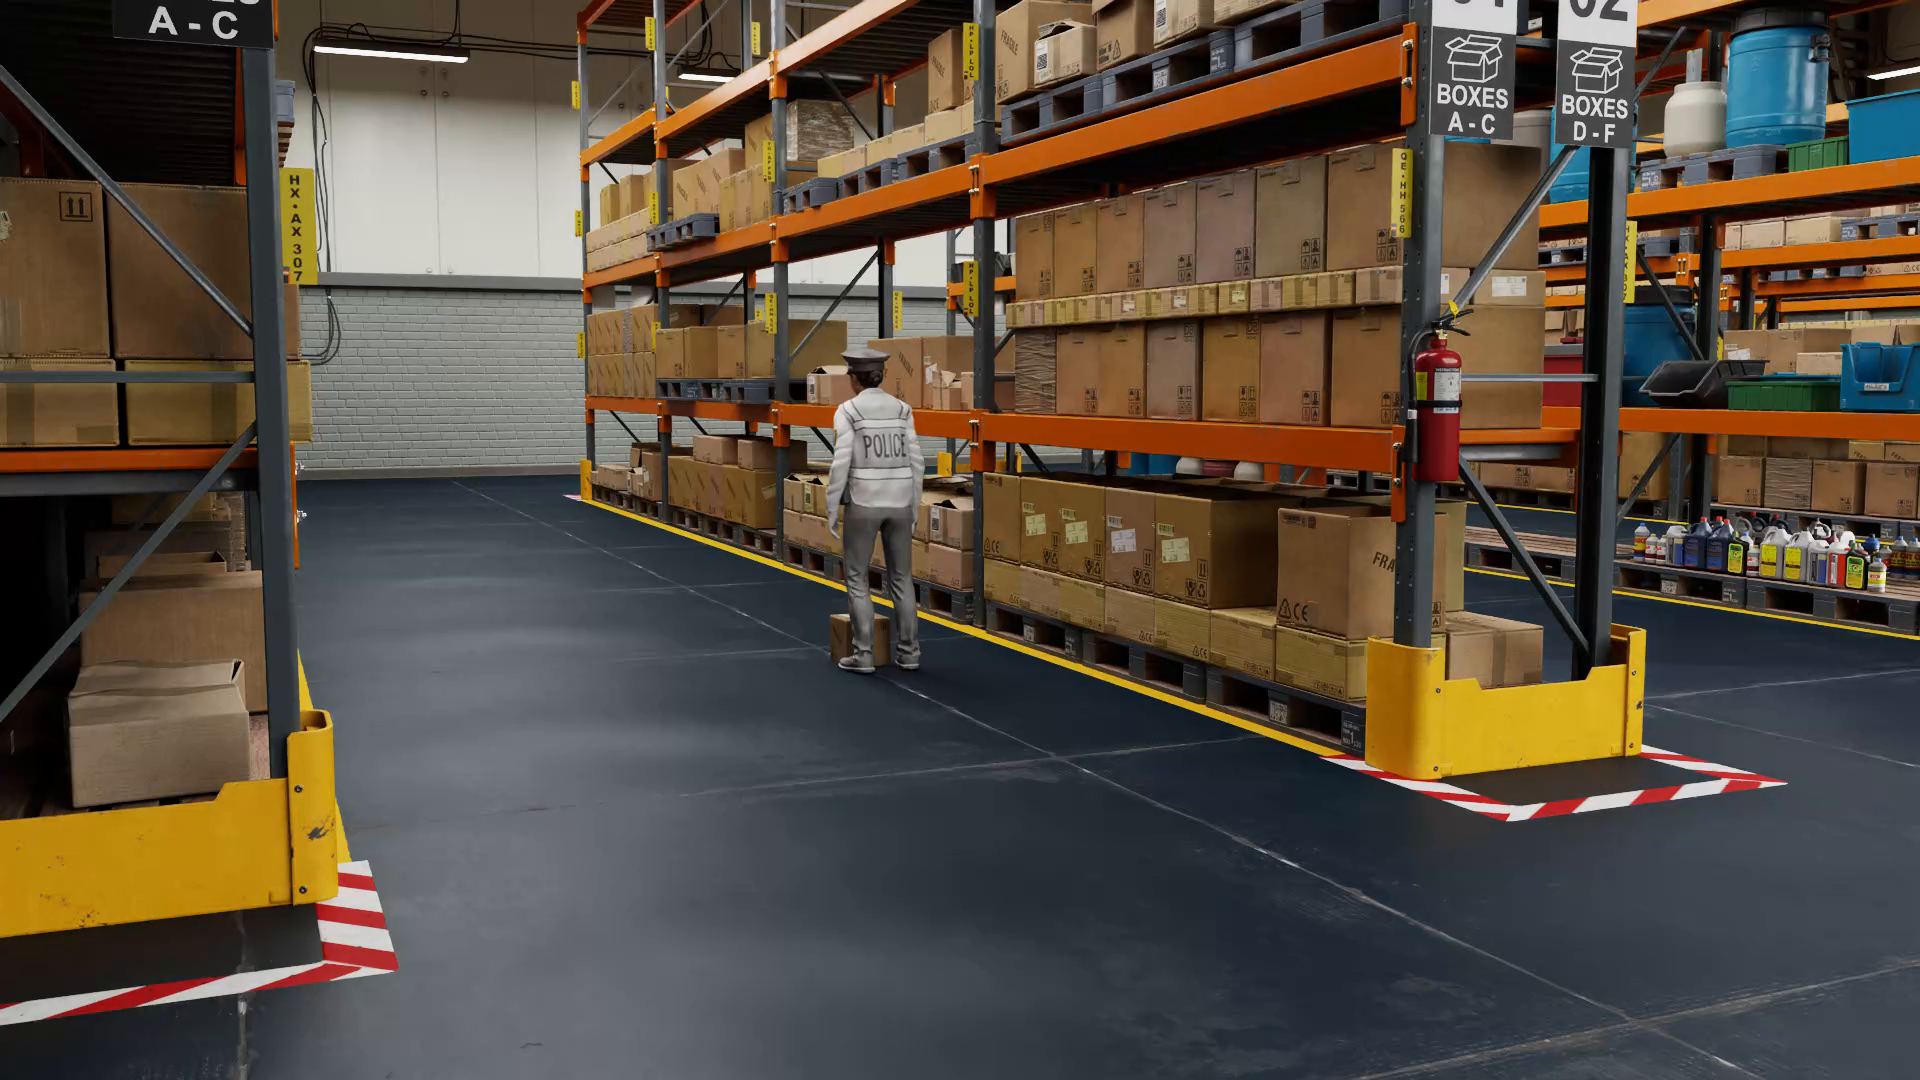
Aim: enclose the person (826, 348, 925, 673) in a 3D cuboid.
[{"bbox_3d":[-0.436,-0.151,8.551,0.546,1.664,0.375,-3,6,-27],"label":"person"}]
